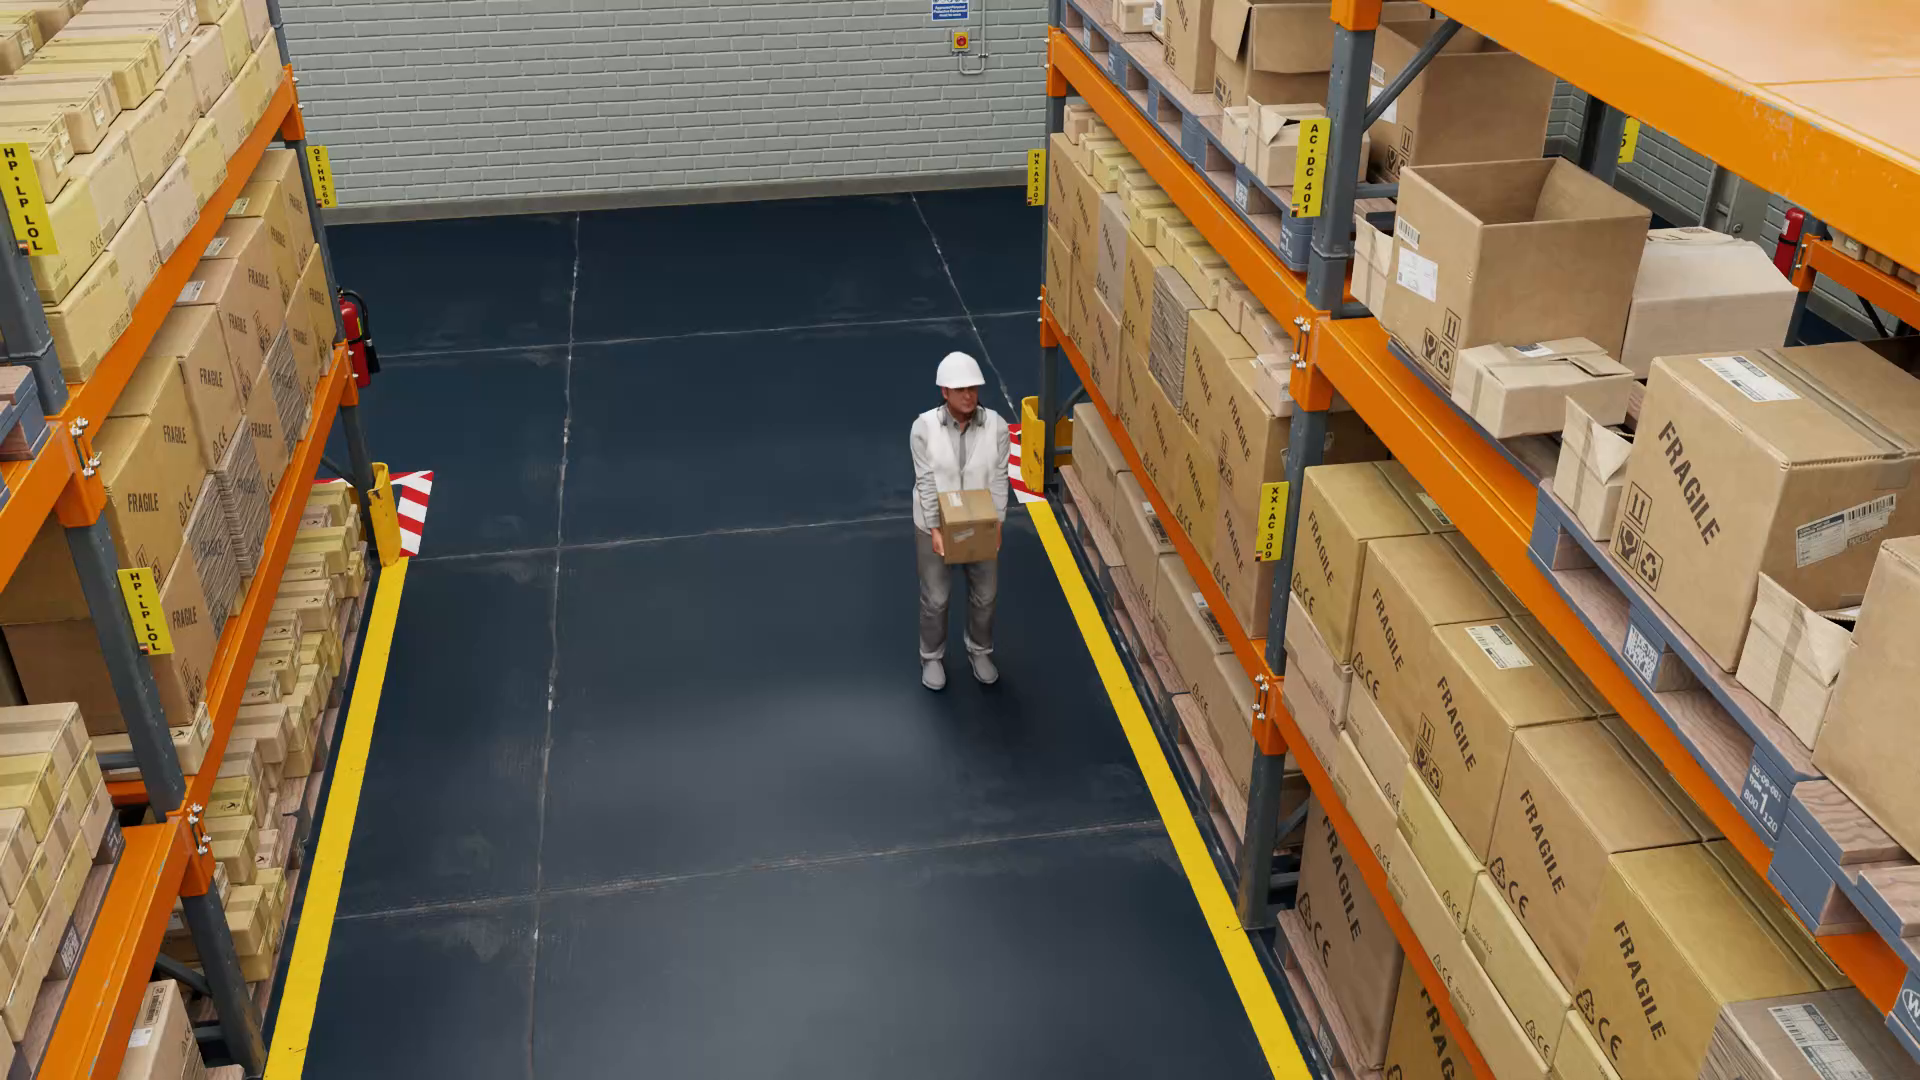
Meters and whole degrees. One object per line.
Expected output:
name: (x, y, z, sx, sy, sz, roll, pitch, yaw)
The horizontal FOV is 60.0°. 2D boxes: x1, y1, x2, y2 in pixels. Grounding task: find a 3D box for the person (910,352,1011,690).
person: (0.021, -0.042, 8.193, 0.494, 1.762, 0.552, -5, 31, -9)
